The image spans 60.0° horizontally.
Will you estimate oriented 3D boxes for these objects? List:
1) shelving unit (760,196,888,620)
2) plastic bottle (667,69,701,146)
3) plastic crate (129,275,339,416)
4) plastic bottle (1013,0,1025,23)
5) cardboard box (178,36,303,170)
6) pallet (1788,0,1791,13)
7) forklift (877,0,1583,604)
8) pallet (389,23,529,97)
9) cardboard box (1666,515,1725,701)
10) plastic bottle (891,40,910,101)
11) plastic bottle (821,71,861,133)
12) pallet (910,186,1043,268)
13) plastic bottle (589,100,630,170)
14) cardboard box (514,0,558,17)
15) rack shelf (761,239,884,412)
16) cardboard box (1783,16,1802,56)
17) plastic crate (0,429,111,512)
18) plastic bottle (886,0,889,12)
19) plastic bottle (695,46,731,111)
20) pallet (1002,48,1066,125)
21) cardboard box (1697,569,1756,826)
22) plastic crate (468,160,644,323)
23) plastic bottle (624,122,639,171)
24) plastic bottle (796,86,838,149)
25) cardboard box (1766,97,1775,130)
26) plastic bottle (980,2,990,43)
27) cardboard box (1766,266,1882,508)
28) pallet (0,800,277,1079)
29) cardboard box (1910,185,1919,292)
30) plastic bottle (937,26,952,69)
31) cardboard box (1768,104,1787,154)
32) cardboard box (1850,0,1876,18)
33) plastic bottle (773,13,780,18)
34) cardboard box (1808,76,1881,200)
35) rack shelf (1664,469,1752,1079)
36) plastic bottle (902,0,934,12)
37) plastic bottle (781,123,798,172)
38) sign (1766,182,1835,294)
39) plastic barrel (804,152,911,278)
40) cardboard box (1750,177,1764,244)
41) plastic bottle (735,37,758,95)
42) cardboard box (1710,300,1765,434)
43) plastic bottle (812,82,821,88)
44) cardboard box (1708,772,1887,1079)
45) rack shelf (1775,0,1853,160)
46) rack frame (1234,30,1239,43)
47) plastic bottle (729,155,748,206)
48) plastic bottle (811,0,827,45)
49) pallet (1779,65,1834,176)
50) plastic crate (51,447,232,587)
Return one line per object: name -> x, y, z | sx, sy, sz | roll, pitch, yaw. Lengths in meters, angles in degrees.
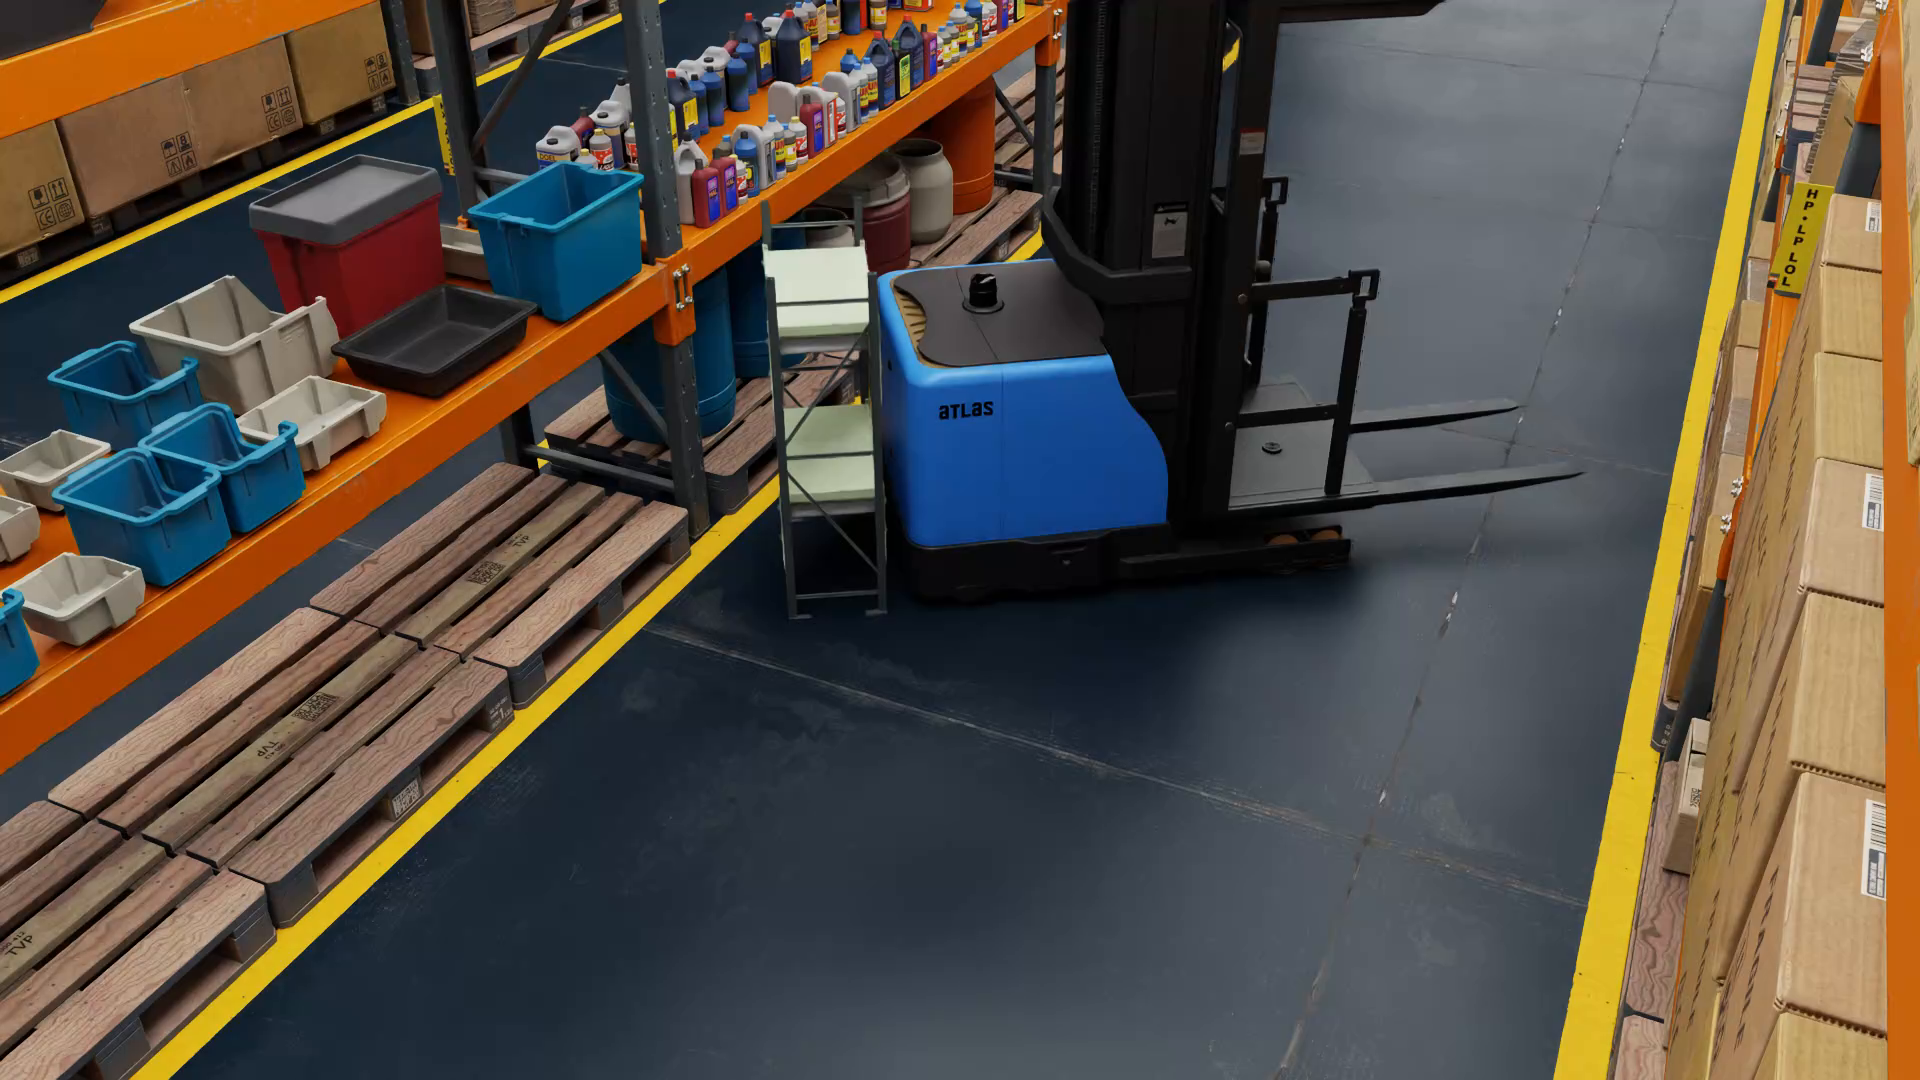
shelving unit -> -0.542, -0.519, 6.674 | 0.431, 1.500, 0.755 | -4, 33, -6
plastic bottle -> -1.282, -1.966, 7.557 | 0.144, 0.351, 0.185 | 14, 36, 20
plastic crate -> -2.384, -0.652, 5.562 | 0.437, 0.282, 0.530 | 14, 36, 20
plastic bottle -> 0.314, -3.039, 9.255 | 0.061, 0.283, 0.133 | 14, 36, 20
cardboard box -> -5.091, -3.029, 10.689 | 1.225, 0.875, 0.875 | 14, 36, 21
pallet -> 7.658, -4.676, 14.189 | 1.003, 0.211, 1.213 | 14, 36, 20
forklift -> 1.188, -1.359, 6.649 | 3.031, 2.935, 1.130 | -6, 34, -9
pallet -> -4.075, -3.746, 12.770 | 1.003, 0.211, 1.213 | 14, 36, 20
cardboard box -> 2.866, 0.293, 5.945 | 0.500, 0.500, 0.500 | 14, 36, 20
plastic bottle -> -0.298, -2.311, 8.145 | 0.061, 0.283, 0.133 | 14, 36, 20
plastic bottle -> -0.554, -2.062, 7.773 | 0.152, 0.276, 0.135 | 14, 36, 20
pallet -> -0.197, -1.818, 9.831 | 1.003, 0.211, 1.213 | 14, 36, 20
plastic bottle -> -1.554, -1.795, 7.365 | 0.152, 0.276, 0.135 | 14, 36, 20
cardboard box -> -3.690, -4.563, 13.352 | 0.700, 0.500, 0.500 | 17, 37, 24
rack shelf -> -0.542, -0.846, 6.460 | 0.431, 0.370, 0.720 | -4, 33, -6
cardboard box -> 5.867, -3.352, 11.240 | 0.500, 0.311, 0.500 | 14, 36, 21
plastic crate -> -2.739, -0.202, 5.008 | 0.298, 0.136, 0.250 | 14, 36, 20
plastic bottle -> -0.453, -3.140, 9.421 | 0.097, 0.271, 0.097 | 0, 33, 0
plastic bottle -> -1.190, -2.229, 8.027 | 0.152, 0.276, 0.135 | 14, 36, 20
pallet -> 0.967, -3.203, 11.942 | 1.003, 0.211, 1.213 | 14, 36, 20
cardboard box -> 2.036, 0.398, 3.817 | 0.500, 0.500, 0.500 | 14, 36, 20
plastic crate -> -1.464, -1.102, 6.155 | 0.392, 0.384, 0.575 | 14, 36, 20
plastic bottle -> -1.433, -1.745, 7.356 | 0.097, 0.201, 0.097 | 0, 33, 0
plastic bottle -> -0.651, -1.947, 7.597 | 0.152, 0.276, 0.135 | 14, 36, 20
cardboard box -> 5.658, -2.868, 11.013 | 0.500, 0.250, 0.500 | 15, 36, 22
plastic bottle -> 0.112, -2.788, 8.947 | 0.097, 0.201, 0.097 | 0, 33, 0
cardboard box -> 2.251, -0.289, 3.952 | 0.500, 0.500, 0.500 | 13, 35, 19
pallet -> -2.871, 1.362, 4.981 | 1.003, 0.211, 1.213 | 14, 36, 20
cardboard box -> 1.862, -0.516, 2.703 | 0.500, 0.250, 0.500 | 14, 36, 20
plastic bottle -> -0.092, -2.545, 8.577 | 0.097, 0.201, 0.097 | 0, 33, 0
cardboard box -> 5.014, -2.337, 9.692 | 0.500, 0.311, 0.500 | 14, 36, 20
cardboard box -> 5.280, -3.130, 9.196 | 0.500, 0.500, 0.500 | 12, 35, 18
plastic bottle -> -0.936, -2.565, 8.543 | 0.097, 0.271, 0.097 | 0, 33, 0
cardboard box -> 3.603, -1.368, 6.126 | 0.700, 0.500, 0.500 | 6, 34, 8
rack shelf -> 2.083, 1.041, 3.584 | 1.077, 0.370, 4.000 | 14, 36, 20
plastic bottle -> -0.241, -3.159, 9.445 | 0.152, 0.276, 0.135 | 14, 36, 20
plastic bottle -> -0.771, -1.737, 7.344 | 0.097, 0.201, 0.097 | 0, 33, 0
sign -> 2.414, -0.866, 4.779 | 0.100, 0.325, 0.005 | 14, 36, 20
plastic barrel -> -0.566, -1.744, 8.990 | 0.600, 0.588, 0.708 | 14, 36, 20
cardboard box -> 4.804, -1.850, 9.460 | 0.500, 0.250, 0.500 | 14, 36, 20
plastic bottle -> -1.055, -2.343, 8.206 | 0.097, 0.271, 0.097 | 0, 33, 0
cardboard box -> 3.715, -0.715, 7.484 | 0.500, 0.500, 0.500 | 14, 36, 20
plastic bottle -> -0.675, -2.051, 7.823 | 0.097, 0.201, 0.097 | 0, 33, 0
cardboard box -> 1.393, 0.739, 2.384 | 0.500, 0.500, 0.500 | 15, 36, 22
rack shelf -> 5.430, -2.944, 9.660 | 1.077, 0.370, 4.000 | 14, 36, 20
rack frame -> 1.769, -5.379, 12.718 | 1.000, 3.000, 0.127 | 14, 36, 20
plastic bottle -> -0.950, -1.524, 7.020 | 0.097, 0.201, 0.097 | 0, 33, 0
plastic bottle -> -0.767, -2.795, 8.883 | 0.061, 0.283, 0.133 | 14, 36, 20
pallet -> 4.373, -1.815, 7.457 | 1.213, 0.211, 1.003 | 14, 36, 20
plastic crate -> -2.298, -0.061, 4.705 | 0.416, 0.233, 0.300 | 14, 36, 20
